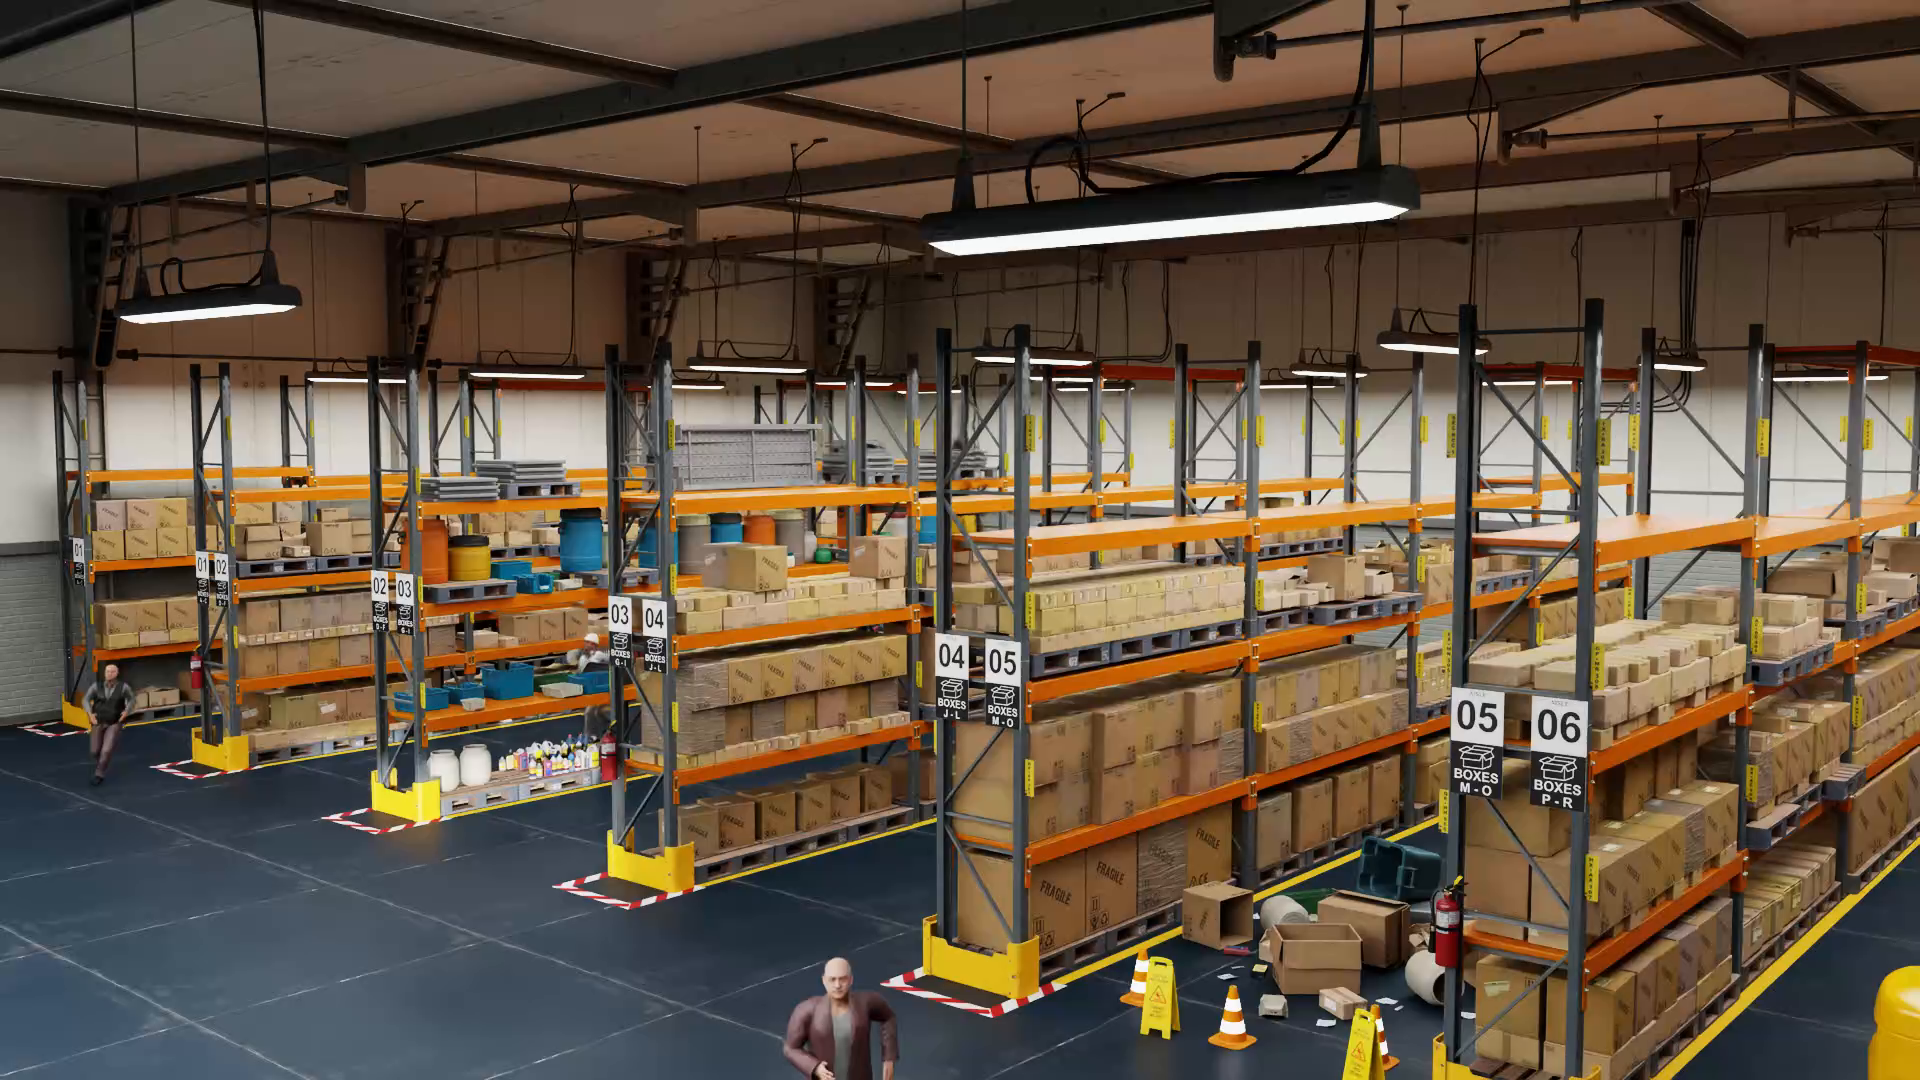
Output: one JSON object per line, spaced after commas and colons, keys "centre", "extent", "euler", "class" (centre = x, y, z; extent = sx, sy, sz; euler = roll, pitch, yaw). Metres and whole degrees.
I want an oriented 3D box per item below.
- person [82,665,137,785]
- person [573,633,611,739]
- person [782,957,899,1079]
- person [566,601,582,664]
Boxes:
{"centre": [-12.171, 2.616, 23.816], "extent": [0.693, 1.682, 0.666], "euler": [-2, 4, -20], "class": "person"}
{"centre": [-5.771, 2.371, 26.433], "extent": [0.665, 1.806, 0.954], "euler": [3, 5, 38], "class": "person"}
{"centre": [-0.745, 3.539, 10.481], "extent": [0.735, 1.869, 0.836], "euler": [0, 4, -4], "class": "person"}
{"centre": [-7.388, 1.985, 31.798], "extent": [0.634, 1.795, 0.655], "euler": [3, 5, 38], "class": "person"}
